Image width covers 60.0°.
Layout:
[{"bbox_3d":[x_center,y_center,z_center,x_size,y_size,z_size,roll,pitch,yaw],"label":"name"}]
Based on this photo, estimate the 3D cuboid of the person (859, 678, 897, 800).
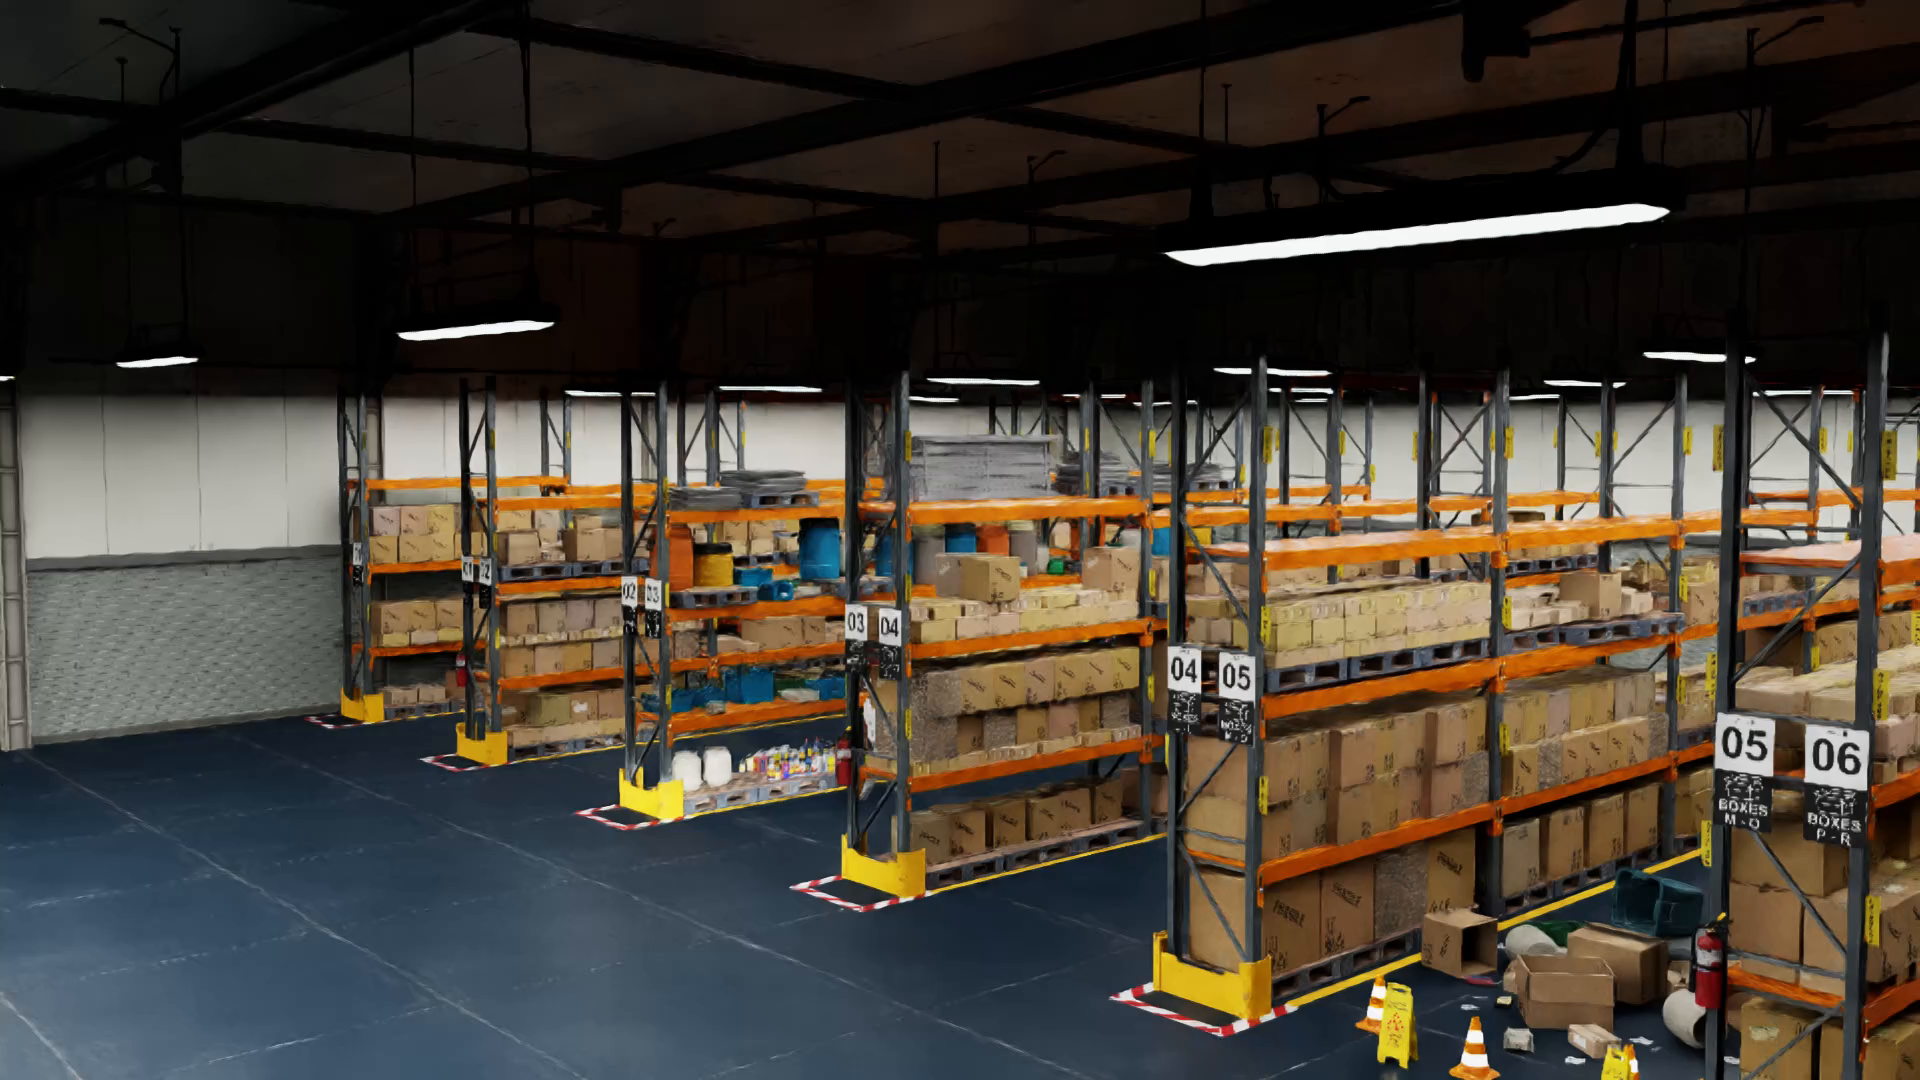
[{"bbox_3d":[-1.174,2.770,23.447,1.117,1.691,0.577,-3,5,-40],"label":"person"}]
